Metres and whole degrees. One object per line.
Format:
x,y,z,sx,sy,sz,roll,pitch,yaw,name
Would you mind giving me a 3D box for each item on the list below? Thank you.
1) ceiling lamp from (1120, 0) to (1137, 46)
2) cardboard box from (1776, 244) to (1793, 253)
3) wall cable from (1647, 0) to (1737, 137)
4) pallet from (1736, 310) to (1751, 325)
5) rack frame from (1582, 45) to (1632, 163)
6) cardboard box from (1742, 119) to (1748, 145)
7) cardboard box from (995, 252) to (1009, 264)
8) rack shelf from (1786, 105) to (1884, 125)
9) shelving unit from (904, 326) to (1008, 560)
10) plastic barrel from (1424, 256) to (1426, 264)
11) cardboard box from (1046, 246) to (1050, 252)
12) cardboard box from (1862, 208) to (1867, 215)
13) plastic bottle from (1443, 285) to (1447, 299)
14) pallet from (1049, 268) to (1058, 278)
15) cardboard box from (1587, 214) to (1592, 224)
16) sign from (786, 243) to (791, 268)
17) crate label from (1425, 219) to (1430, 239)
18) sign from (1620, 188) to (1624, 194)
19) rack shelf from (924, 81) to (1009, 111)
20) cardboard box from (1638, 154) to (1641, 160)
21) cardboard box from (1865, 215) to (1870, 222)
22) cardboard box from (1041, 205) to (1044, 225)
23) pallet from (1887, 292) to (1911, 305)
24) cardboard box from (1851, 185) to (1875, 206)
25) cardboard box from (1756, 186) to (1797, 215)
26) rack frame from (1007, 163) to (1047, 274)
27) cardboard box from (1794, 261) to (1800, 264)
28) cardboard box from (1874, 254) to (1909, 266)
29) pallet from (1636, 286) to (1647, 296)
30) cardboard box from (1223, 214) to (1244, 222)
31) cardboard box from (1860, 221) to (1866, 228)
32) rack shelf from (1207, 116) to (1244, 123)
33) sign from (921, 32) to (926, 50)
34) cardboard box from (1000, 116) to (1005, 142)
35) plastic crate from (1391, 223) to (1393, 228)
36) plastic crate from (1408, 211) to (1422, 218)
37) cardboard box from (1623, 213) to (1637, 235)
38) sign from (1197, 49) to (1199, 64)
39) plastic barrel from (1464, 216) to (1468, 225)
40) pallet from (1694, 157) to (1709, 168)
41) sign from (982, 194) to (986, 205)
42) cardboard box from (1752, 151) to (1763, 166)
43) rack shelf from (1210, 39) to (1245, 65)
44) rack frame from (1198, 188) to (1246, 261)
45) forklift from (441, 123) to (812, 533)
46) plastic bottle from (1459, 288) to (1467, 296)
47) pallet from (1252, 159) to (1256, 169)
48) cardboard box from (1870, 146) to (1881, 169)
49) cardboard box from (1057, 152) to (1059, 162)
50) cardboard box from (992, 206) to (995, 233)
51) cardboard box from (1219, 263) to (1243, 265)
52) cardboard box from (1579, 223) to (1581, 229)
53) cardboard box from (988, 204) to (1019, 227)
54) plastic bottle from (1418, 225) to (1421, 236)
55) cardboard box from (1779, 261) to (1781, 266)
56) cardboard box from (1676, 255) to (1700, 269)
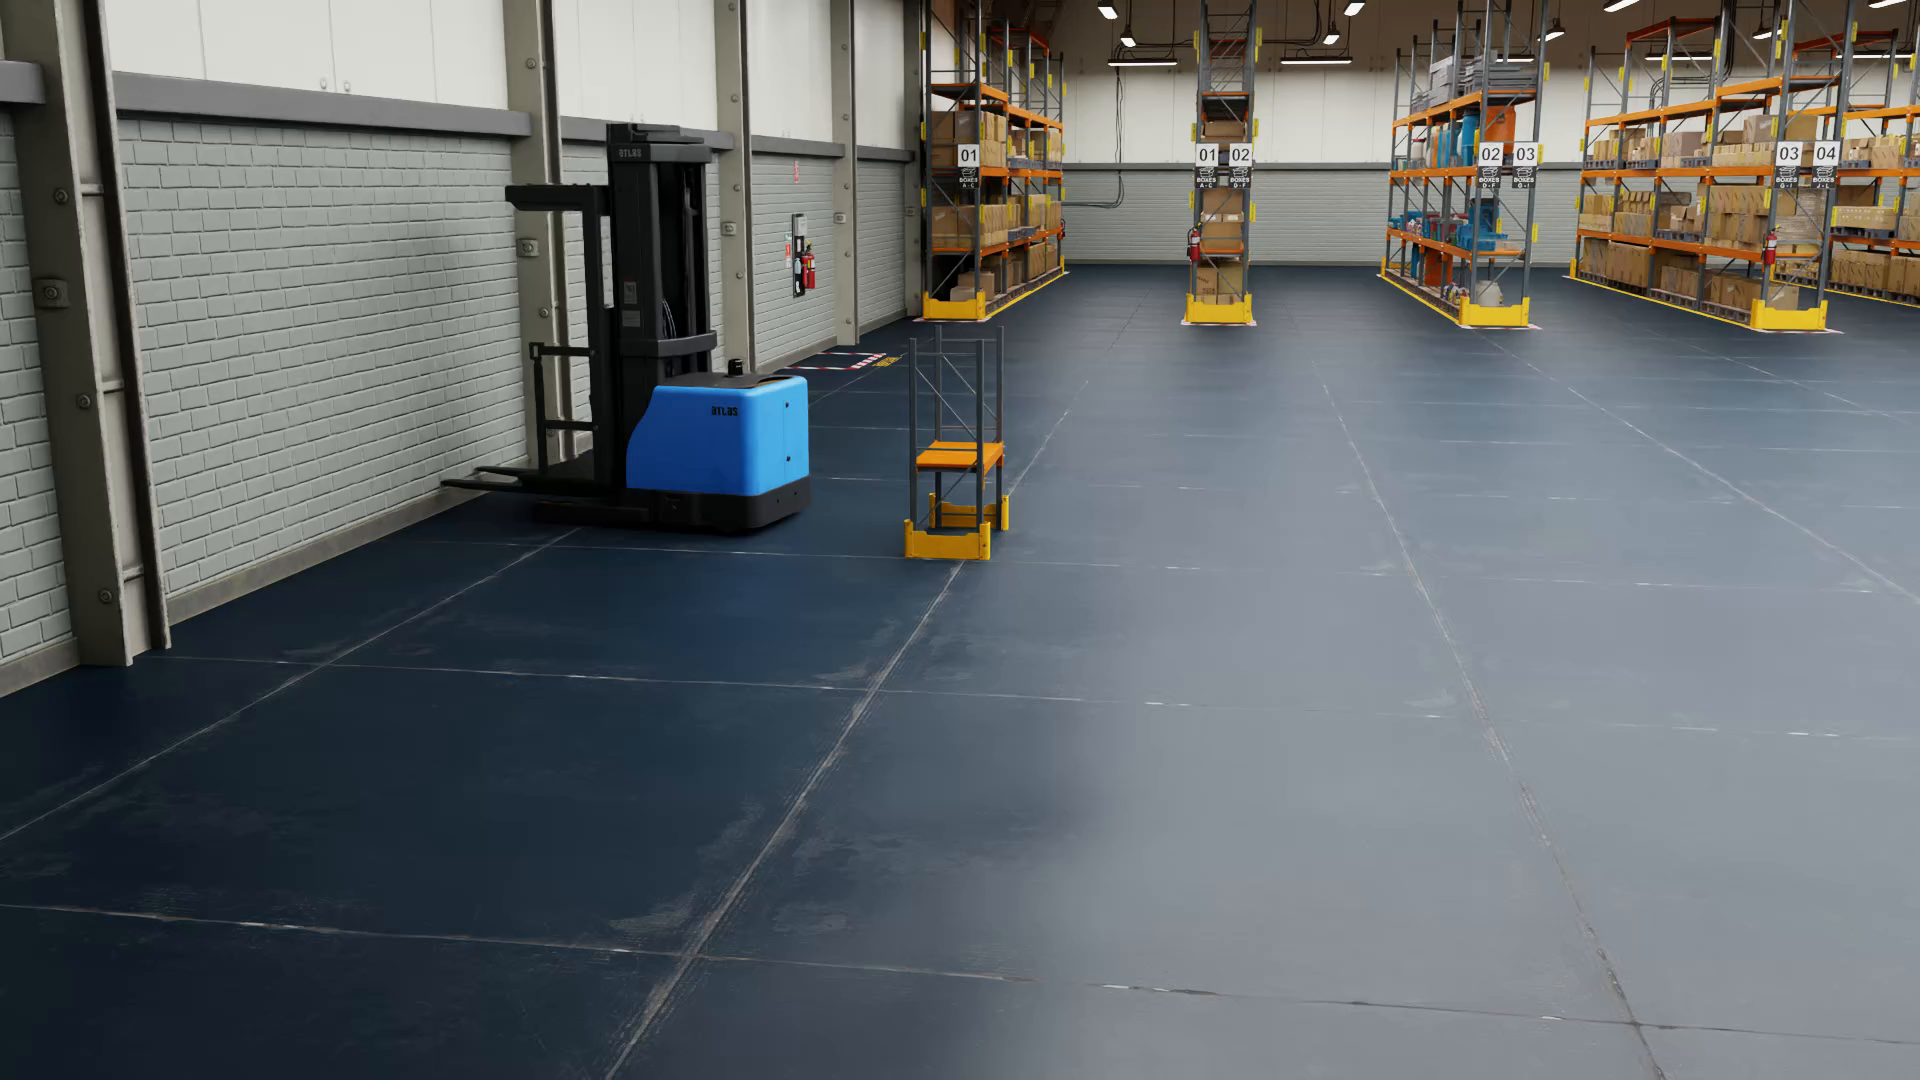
4.363,-13.680,40.257,0.800,3.185,2.000,2,12,9,ceiling lamp
14.397,-5.123,29.239,0.380,0.149,0.250,2,12,9,cardboard box
21.293,-14.081,48.334,2.277,5.999,0.120,2,12,9,wall cable
14.729,-4.000,30.053,1.003,0.211,1.213,2,12,9,pallet
17.018,-11.443,43.729,1.000,3.000,0.127,2,12,9,rack frame
15.355,-7.815,31.886,0.500,0.500,0.500,2,12,7,cardboard box
0.821,-6.310,37.264,0.500,0.250,0.500,2,12,8,cardboard box
21.595,-10.491,41.030,1.077,0.370,4.000,2,12,9,rack shelf
-0.012,-0.717,11.762,0.587,1.500,1.083,2,12,9,shelving unit
11.125,-6.369,39.154,0.600,0.588,0.708,2,12,9,plastic barrel
2.169,-7.677,43.893,0.380,0.149,0.250,2,12,11,cardboard box
20.457,-7.366,37.238,0.380,0.149,0.250,2,12,9,cardboard box
9.796,-5.002,33.514,0.097,0.271,0.097,0,12,0,plastic bottle
2.099,-7.206,44.930,1.003,0.211,1.213,2,12,9,pallet
16.523,-8.278,42.935,0.500,0.250,0.500,1,12,7,cardboard box
-2.401,-3.978,23.247,0.001,0.329,0.234,2,12,9,sign
10.473,-6.824,36.456,0.502,0.435,0.616,2,12,9,crate label
17.552,-9.171,44.119,0.100,0.325,0.005,2,12,9,sign
0.181,-8.657,32.516,1.077,0.370,4.000,2,12,9,rack shelf
16.025,-8.921,38.748,0.380,0.149,0.250,1,12,6,cardboard box
20.415,-7.171,37.041,0.380,0.149,0.250,2,12,9,cardboard box
1.829,-8.152,41.709,0.500,0.500,0.500,2,12,9,cardboard box
20.477,-5.138,35.334,1.003,0.211,1.213,2,12,9,pallet
21.598,-8.265,39.906,0.500,0.500,0.500,2,12,10,cardboard box
14.397,-5.985,29.327,0.500,0.500,0.500,2,12,9,cardboard box
1.719,-8.159,42.732,1.000,3.000,0.127,2,12,9,rack frame
21.304,-7.058,41.982,0.380,0.149,0.250,2,12,10,cardboard box
20.519,-6.164,36.630,0.500,0.250,0.500,2,12,7,cardboard box
15.983,-5.643,37.678,1.003,0.211,1.213,2,12,9,pallet
5.042,-5.942,30.667,0.380,0.149,0.250,2,12,8,cardboard box
20.455,-7.076,37.307,0.380,0.149,0.250,1,12,6,cardboard box
6.307,-9.968,39.544,1.077,0.370,4.000,2,12,9,rack shelf
-0.672,-9.150,30.496,0.100,0.325,0.005,2,12,9,sign
0.605,-8.279,33.512,0.500,0.500,0.500,3,12,12,cardboard box
11.525,-8.325,43.986,0.250,0.136,0.298,2,12,9,plastic crate
12.257,-8.641,44.744,0.616,0.435,0.499,2,12,9,plastic crate
15.931,-7.430,39.111,0.500,0.500,0.500,2,12,7,cardboard box
4.846,-9.777,33.594,0.100,0.325,0.005,2,12,9,sign
10.642,-6.431,34.391,0.433,0.535,0.433,0,12,0,plastic barrel
15.372,-7.512,33.054,1.213,0.211,1.003,2,12,9,pallet
0.555,-7.909,38.826,0.100,0.325,0.005,2,12,9,sign
14.454,-6.785,29.593,0.500,0.250,0.500,2,12,9,cardboard box
6.922,-12.621,43.016,1.077,0.370,4.000,2,12,9,rack shelf
5.384,-6.334,34.263,1.000,3.000,0.127,2,12,9,rack frame
-2.727,-1.649,12.689,3.031,2.935,1.130,4,13,19,forklift
9.800,-4.774,32.447,0.152,0.276,0.135,2,12,9,plastic bottle
5.983,-8.396,37.162,1.213,0.211,1.003,2,12,11,pallet
20.654,-8.514,37.021,0.500,0.500,0.500,2,12,9,cardboard box
2.405,-10.369,44.990,0.500,0.250,0.500,1,12,7,cardboard box
0.416,-6.263,32.465,0.500,0.500,0.500,1,12,7,cardboard box
5.305,-5.145,32.499,0.500,0.500,0.500,2,12,9,cardboard box
16.637,-8.324,44.094,0.380,0.149,0.250,2,12,9,cardboard box
0.983,-7.375,37.812,0.700,0.500,0.500,1,12,3,cardboard box
10.635,-7.152,38.366,0.097,0.271,0.097,0,12,0,plastic bottle
21.569,-7.185,43.275,0.380,0.149,0.250,2,12,11,cardboard box
15.642,-5.953,35.606,0.500,0.250,0.500,3,13,15,cardboard box
